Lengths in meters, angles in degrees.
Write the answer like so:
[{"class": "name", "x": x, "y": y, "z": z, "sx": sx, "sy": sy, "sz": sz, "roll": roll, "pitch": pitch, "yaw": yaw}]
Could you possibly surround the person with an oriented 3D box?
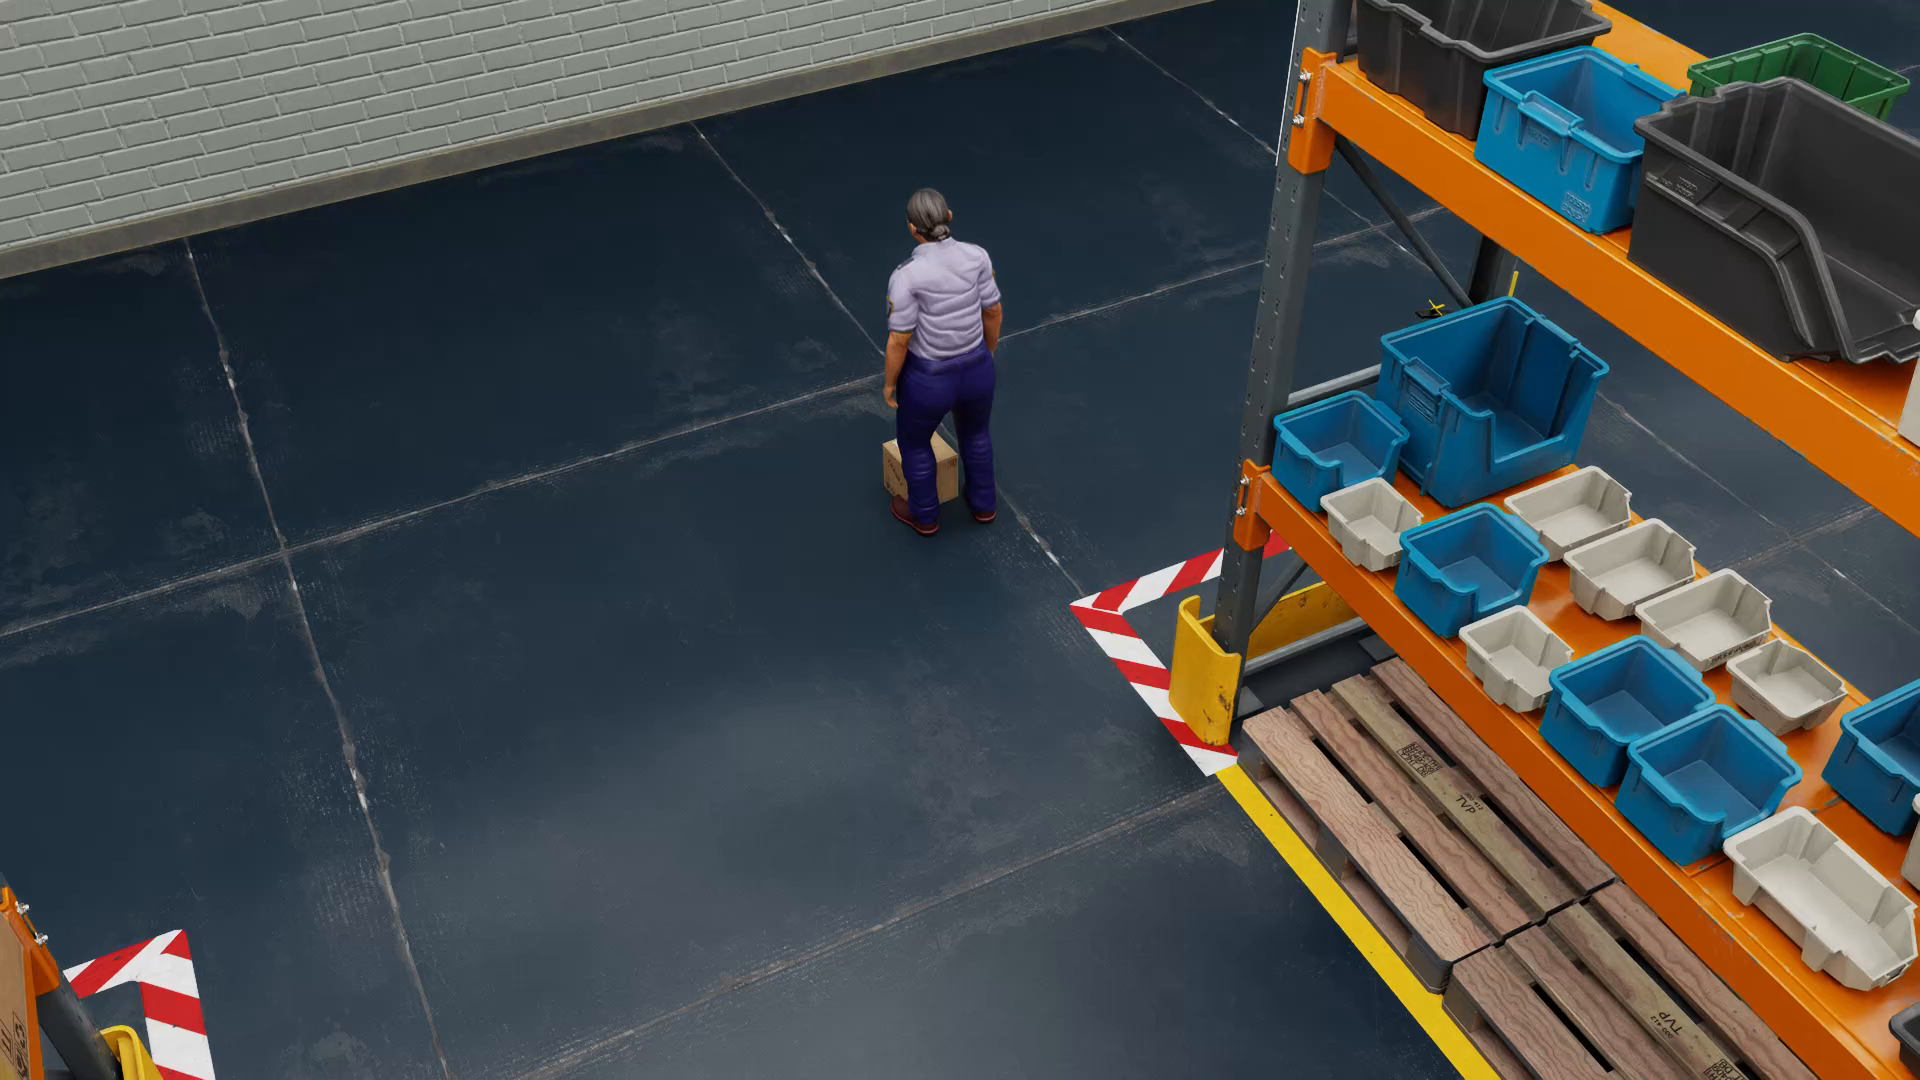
[{"class": "person", "x": -0.077, "y": -0.715, "z": 6.976, "sx": 0.546, "sy": 1.647, "sz": 0.415, "roll": -19, "pitch": 45, "yaw": -21}]
